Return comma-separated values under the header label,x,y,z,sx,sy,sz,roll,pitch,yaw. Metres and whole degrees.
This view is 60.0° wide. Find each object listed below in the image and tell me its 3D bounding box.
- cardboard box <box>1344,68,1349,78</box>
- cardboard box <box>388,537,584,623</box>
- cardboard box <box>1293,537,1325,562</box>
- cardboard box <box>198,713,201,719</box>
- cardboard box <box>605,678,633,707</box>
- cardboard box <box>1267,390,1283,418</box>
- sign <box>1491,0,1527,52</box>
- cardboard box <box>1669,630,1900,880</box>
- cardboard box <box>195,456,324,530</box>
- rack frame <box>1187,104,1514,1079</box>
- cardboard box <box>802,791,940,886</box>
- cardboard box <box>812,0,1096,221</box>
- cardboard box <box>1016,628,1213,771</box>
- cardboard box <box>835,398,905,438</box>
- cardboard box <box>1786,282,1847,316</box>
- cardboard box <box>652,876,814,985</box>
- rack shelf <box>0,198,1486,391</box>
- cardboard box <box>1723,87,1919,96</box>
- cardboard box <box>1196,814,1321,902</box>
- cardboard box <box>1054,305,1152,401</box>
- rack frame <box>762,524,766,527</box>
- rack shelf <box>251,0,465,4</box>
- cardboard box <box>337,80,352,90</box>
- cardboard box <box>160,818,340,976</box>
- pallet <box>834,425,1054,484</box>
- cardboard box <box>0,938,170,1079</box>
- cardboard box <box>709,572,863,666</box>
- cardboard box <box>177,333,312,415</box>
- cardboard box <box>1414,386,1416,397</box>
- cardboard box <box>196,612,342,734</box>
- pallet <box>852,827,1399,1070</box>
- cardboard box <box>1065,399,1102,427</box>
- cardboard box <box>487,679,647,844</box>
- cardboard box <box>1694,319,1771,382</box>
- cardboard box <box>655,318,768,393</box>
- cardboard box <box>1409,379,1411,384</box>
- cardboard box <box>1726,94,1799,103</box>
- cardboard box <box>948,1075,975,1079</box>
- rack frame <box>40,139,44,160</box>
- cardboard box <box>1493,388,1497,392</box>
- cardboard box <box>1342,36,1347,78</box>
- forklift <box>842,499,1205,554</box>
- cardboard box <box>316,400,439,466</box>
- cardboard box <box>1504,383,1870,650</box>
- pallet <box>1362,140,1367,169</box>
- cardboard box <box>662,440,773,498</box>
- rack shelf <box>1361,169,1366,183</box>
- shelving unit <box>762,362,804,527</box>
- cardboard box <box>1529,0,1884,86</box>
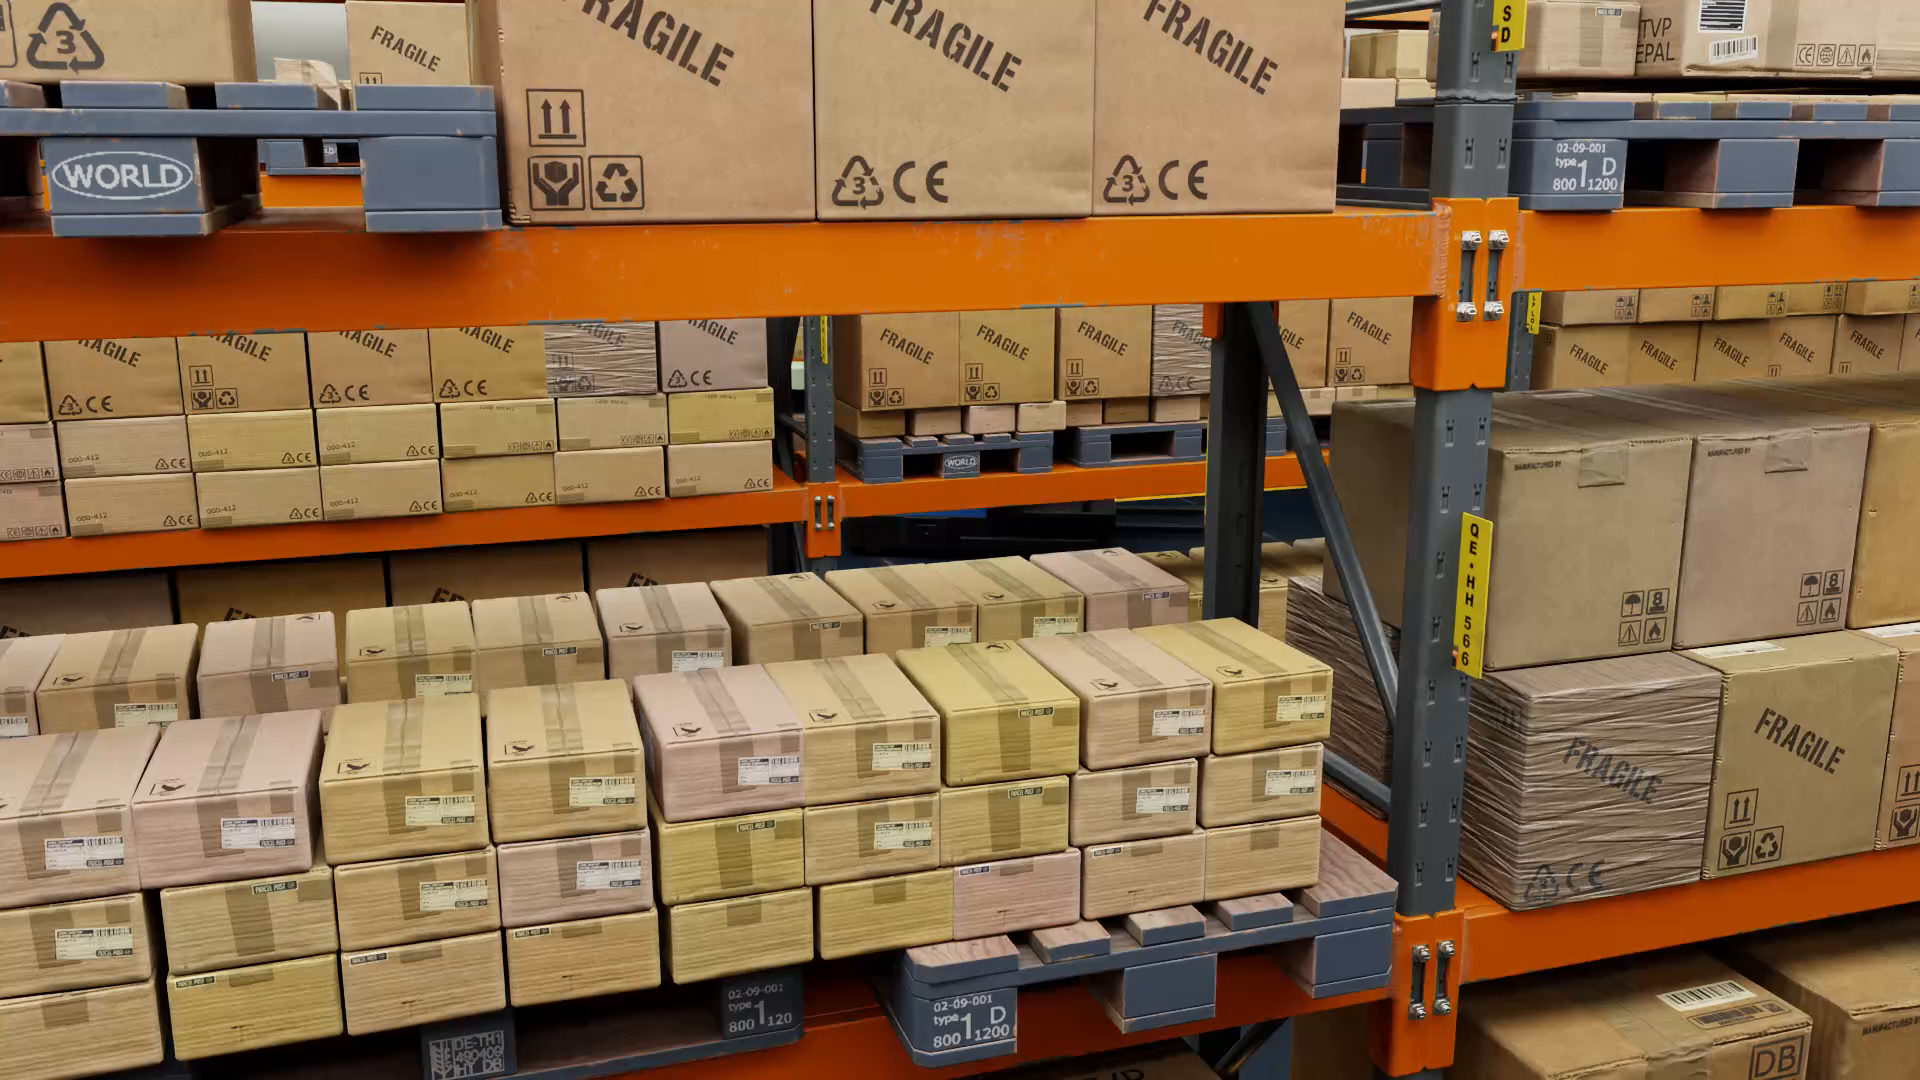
label,x,y,z,sx,sy,sz,roll,pitch,yaw
cardboard box,3.259,-3.826,14.416,0.637,0.503,0.797,-4,14,-16
cardboard box,-2.353,0.368,8.298,0.875,0.875,0.875,-4,14,-17
cardboard box,2.470,0.259,9.843,0.625,0.372,0.950,-4,14,-17
cardboard box,-1.637,0.437,3.315,0.250,0.149,0.380,-5,14,-21
cardboard box,-0.657,0.362,3.633,0.250,0.149,0.380,-4,14,-18
cardboard box,1.595,-0.766,9.016,0.250,0.149,0.380,-4,14,-18
sign,1.020,-1.073,3.071,0.005,0.325,0.100,-4,14,-18
cardboard box,1.842,0.458,4.018,0.500,0.500,0.500,-5,14,-19
cardboard box,-3.134,-0.238,7.487,0.500,0.250,0.500,-5,14,-19
rack frame,0.849,0.519,3.979,0.127,3.000,1.000,-4,14,-18
cardboard box,-0.212,0.487,3.106,0.250,0.149,0.380,-4,14,-18
cardboard box,-0.081,-0.851,3.042,0.500,0.500,0.500,-4,14,-18
cardboard box,0.292,0.302,3.240,0.250,0.149,0.380,-5,14,-19
cardboard box,-0.458,-0.625,8.422,0.250,0.149,0.380,-5,14,-21
cardboard box,4.893,-1.642,10.042,0.500,0.500,0.700,-5,14,-18
cardboard box,-0.443,0.649,3.068,0.250,0.149,0.380,-5,14,-21
rack shelf,-1.046,-0.443,3.094,4.000,0.370,1.077,-4,14,-18
cardboard box,2.408,-1.432,4.358,0.500,0.500,0.500,-4,14,-18
cardboard box,0.528,0.574,3.382,0.250,0.149,0.380,-4,14,-17
cardboard box,0.668,-1.020,8.682,0.500,0.500,0.500,-4,14,-17
rack frame,-1.561,-0.797,12.750,0.023,1.500,0.400,1,13,5
rack shelf,-4.307,-3.874,11.902,4.000,0.370,1.077,-4,14,-18
cardboard box,-4.339,-3.139,11.654,0.250,0.149,0.380,-4,14,-18
cardboard box,-1.180,0.561,2.794,0.250,0.149,0.380,-5,14,-19
pallet,-0.184,-0.542,8.853,1.003,0.211,1.213,-4,14,-18
cardboard box,-1.443,0.727,2.738,0.250,0.149,0.380,-5,14,-21
cardboard box,-0.389,0.196,3.686,0.250,0.149,0.380,-5,14,-20
cardboard box,-3.158,-0.849,7.351,0.500,0.500,0.500,-5,14,-19
cardboard box,2.566,-0.838,9.319,0.250,0.149,0.380,-4,14,-17
cardboard box,-1.388,0.274,3.358,0.250,0.149,0.380,-5,14,-21
pallet,0.208,0.688,3.682,1.003,0.211,1.213,-4,14,-18
cardboard box,0.566,-0.699,8.734,0.250,0.149,0.380,-4,14,-15
cardboard box,-0.695,0.379,2.917,0.250,0.149,0.380,-4,14,-15
cardboard box,4.420,-1.095,9.907,0.500,0.500,0.500,-5,14,-19
cardboard box,-1.232,-0.999,7.983,0.500,0.500,0.500,-5,14,-20
cardboard box,2.601,-1.168,9.303,0.500,0.500,0.500,-5,14,-19
cardboard box,4.435,-2.432,9.585,0.500,0.250,0.500,-4,14,-18
cardboard box,-0.190,1.314,3.512,0.500,0.250,0.500,-4,14,-17
rack frame,-6.203,-1.352,11.846,0.127,3.000,1.000,-4,14,-18
cardboard box,3.308,-1.135,10.074,0.500,0.500,0.500,-5,14,-20
cardboard box,1.815,-2.694,9.341,0.500,0.250,0.500,-5,14,-19
forklift,0.681,-1.397,12.181,3.031,2.935,1.130,1,13,5
cardboard box,-2.659,-0.519,7.585,0.500,0.250,0.500,-5,14,-20
cardboard box,1.757,-0.085,4.140,0.500,0.500,0.700,-5,14,-19
pallet,2.347,-2.200,9.334,1.003,0.211,1.213,-4,14,-18
cardboard box,-1.222,-0.392,8.133,0.500,0.250,0.500,-5,14,-20
rack shelf,1.070,-1.816,8.868,4.000,0.370,1.077,-4,14,-18
shelving unit,-1.196,-0.790,12.722,0.755,1.500,0.431,1,13,5
cardboard box,1.606,-1.155,3.604,0.500,0.311,0.500,-4,14,-18
